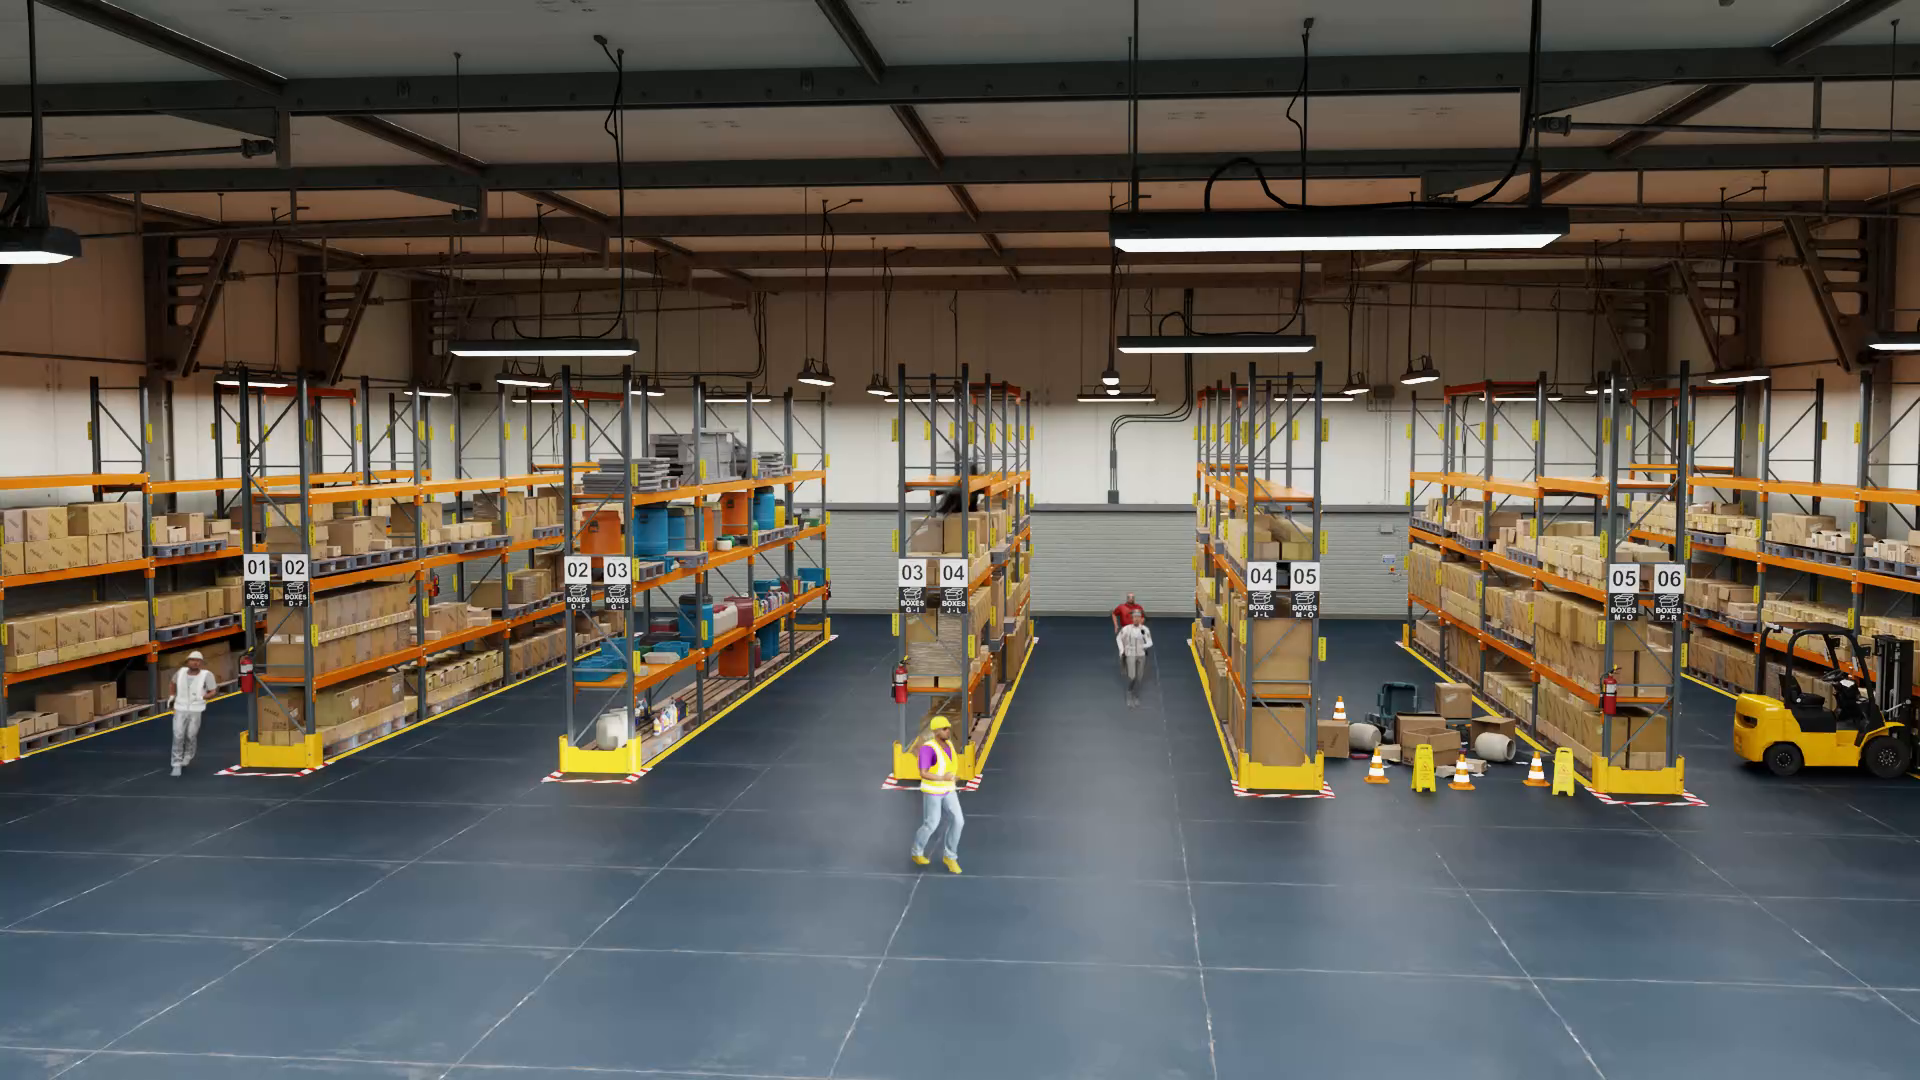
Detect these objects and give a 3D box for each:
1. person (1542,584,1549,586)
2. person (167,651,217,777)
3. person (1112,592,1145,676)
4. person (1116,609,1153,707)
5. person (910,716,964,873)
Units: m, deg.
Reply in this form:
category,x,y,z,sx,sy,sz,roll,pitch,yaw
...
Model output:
category,x,y,z,sx,sy,sz,roll,pitch,yaw
person,12.432,1.838,35.366,0.694,1.822,0.876,0,4,4
person,-11.368,2.540,24.627,0.687,1.803,0.826,-1,4,-19
person,3.503,1.952,34.293,0.637,1.736,0.702,0,4,-6
person,3.028,2.038,28.693,0.593,1.697,0.620,0,4,-3
person,-0.230,2.919,19.000,0.751,1.839,0.716,3,5,41
